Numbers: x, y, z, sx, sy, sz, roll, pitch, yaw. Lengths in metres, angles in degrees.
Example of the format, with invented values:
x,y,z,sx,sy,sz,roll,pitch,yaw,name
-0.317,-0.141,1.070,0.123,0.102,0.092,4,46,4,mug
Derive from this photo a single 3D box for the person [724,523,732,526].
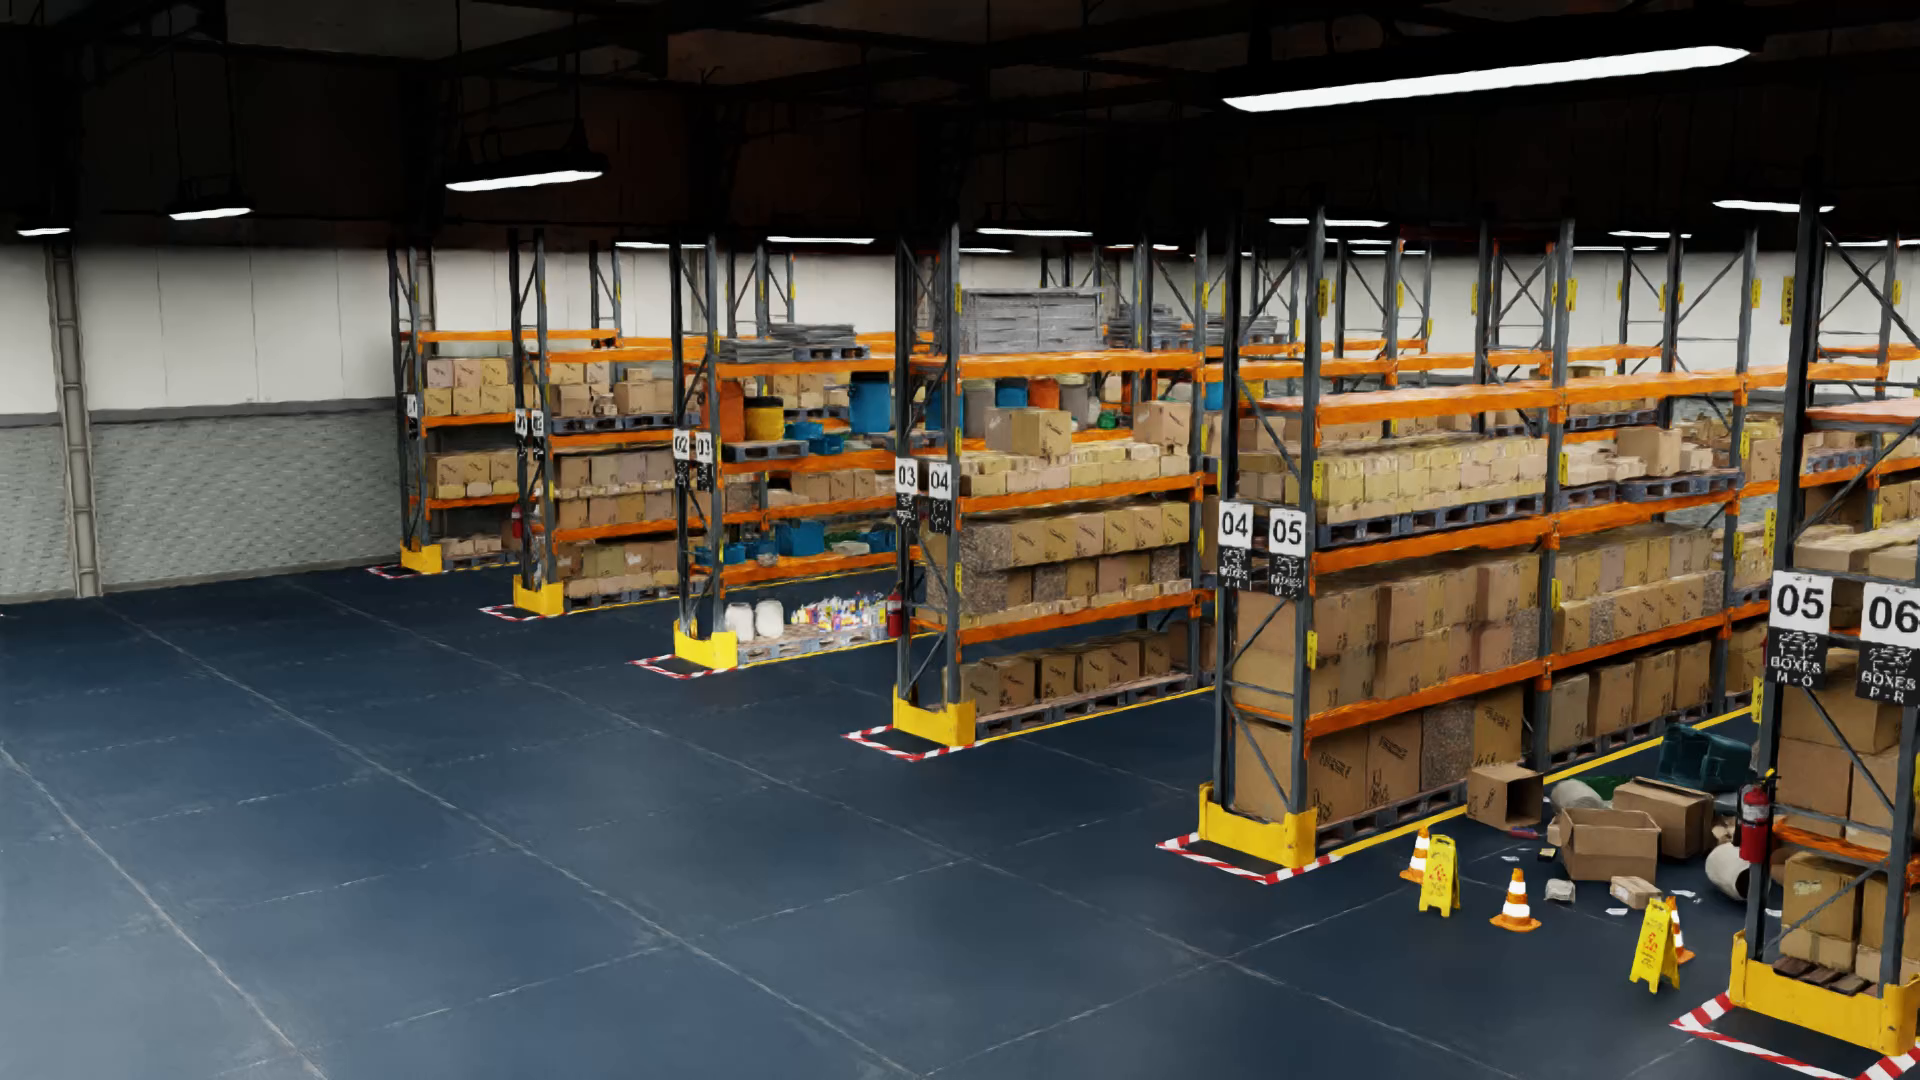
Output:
x,y,z,sx,sy,sz,roll,pitch,yaw,name
-4.510,-0.584,31.704,0.492,1.767,0.627,4,9,22,person

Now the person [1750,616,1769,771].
x,y,z,sx,sy,sz,roll,pitch,yaw,name
8.594,1.622,17.616,0.459,1.725,0.578,4,10,23,person

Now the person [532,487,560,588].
x,y,z,sx,sy,sz,roll,pitch,yaw,name
-7.117,-0.067,28.492,1.112,1.701,0.571,-8,12,-41,person
